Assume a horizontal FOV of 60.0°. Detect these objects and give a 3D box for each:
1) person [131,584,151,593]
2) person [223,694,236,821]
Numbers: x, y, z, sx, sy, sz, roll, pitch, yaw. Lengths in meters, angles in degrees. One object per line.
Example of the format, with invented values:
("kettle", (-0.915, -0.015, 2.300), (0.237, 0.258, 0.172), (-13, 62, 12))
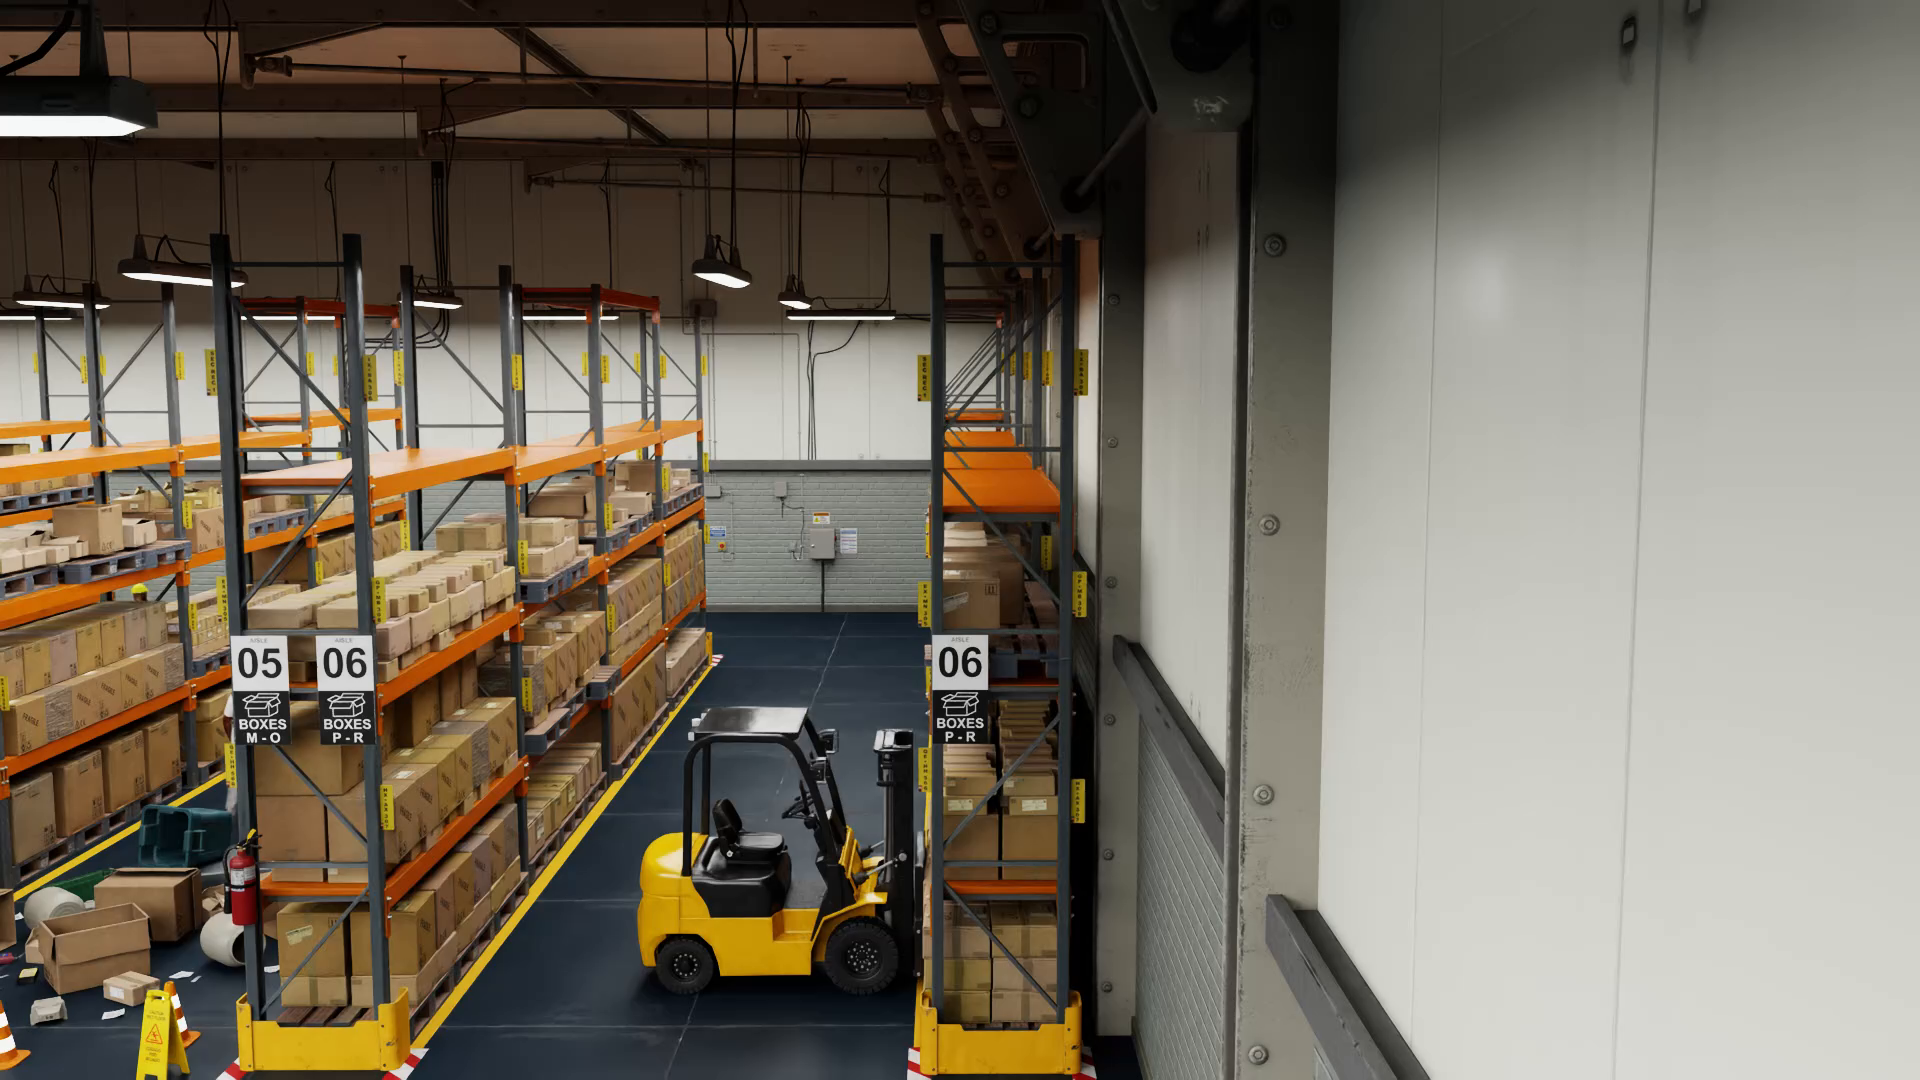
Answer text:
("person", (-12.323, 1.542, 24.925), (0.590, 1.764, 0.518), (3, 7, 28))
("person", (-7.853, 2.279, 18.387), (0.629, 1.736, 0.700), (0, 6, 2))
